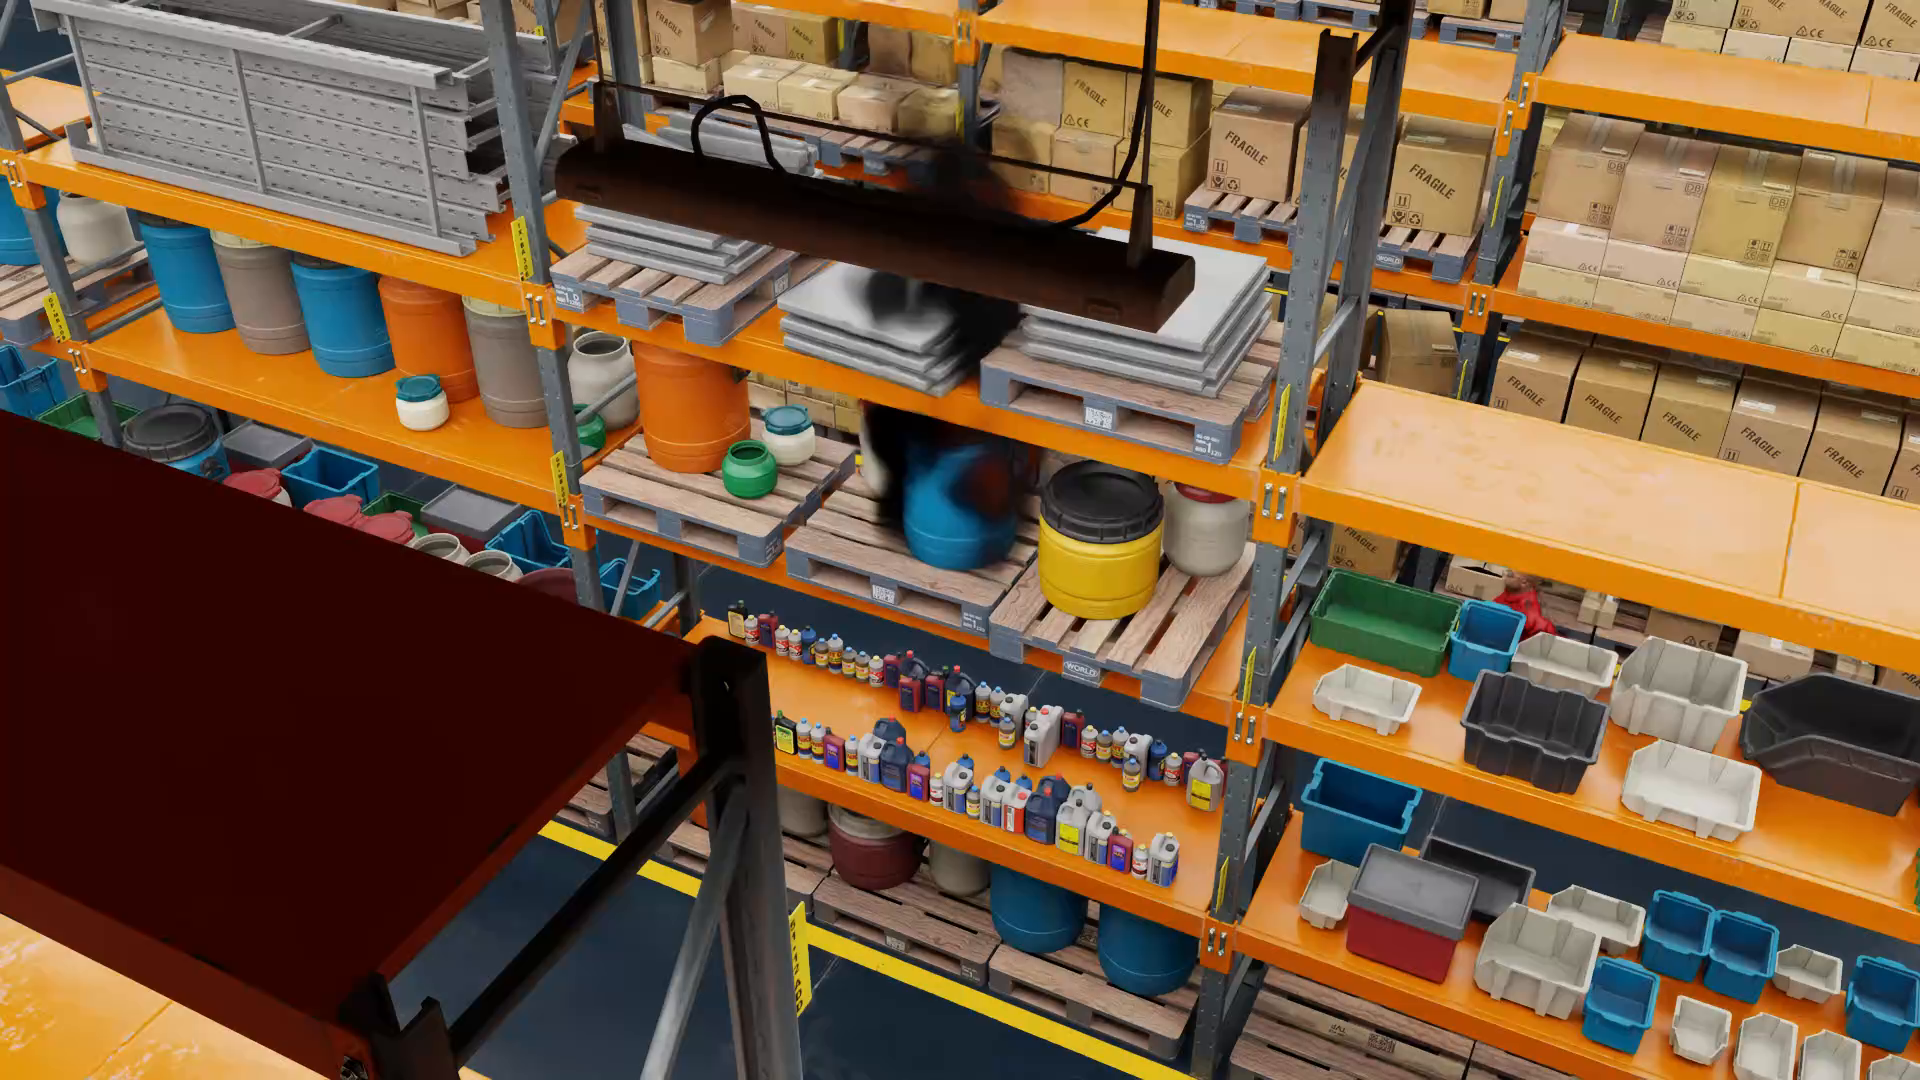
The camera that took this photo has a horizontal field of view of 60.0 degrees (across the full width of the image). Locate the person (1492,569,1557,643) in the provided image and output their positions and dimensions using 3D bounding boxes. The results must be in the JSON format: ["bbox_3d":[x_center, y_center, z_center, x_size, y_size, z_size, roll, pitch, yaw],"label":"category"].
[{"bbox_3d":[3.685,0.840,11.129,0.984,1.726,0.658,10,36,14],"label":"person"}]

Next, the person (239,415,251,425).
[{"bbox_3d":[-6.232,-1.390,14.206,0.689,1.656,0.675,13,37,18],"label":"person"}]
